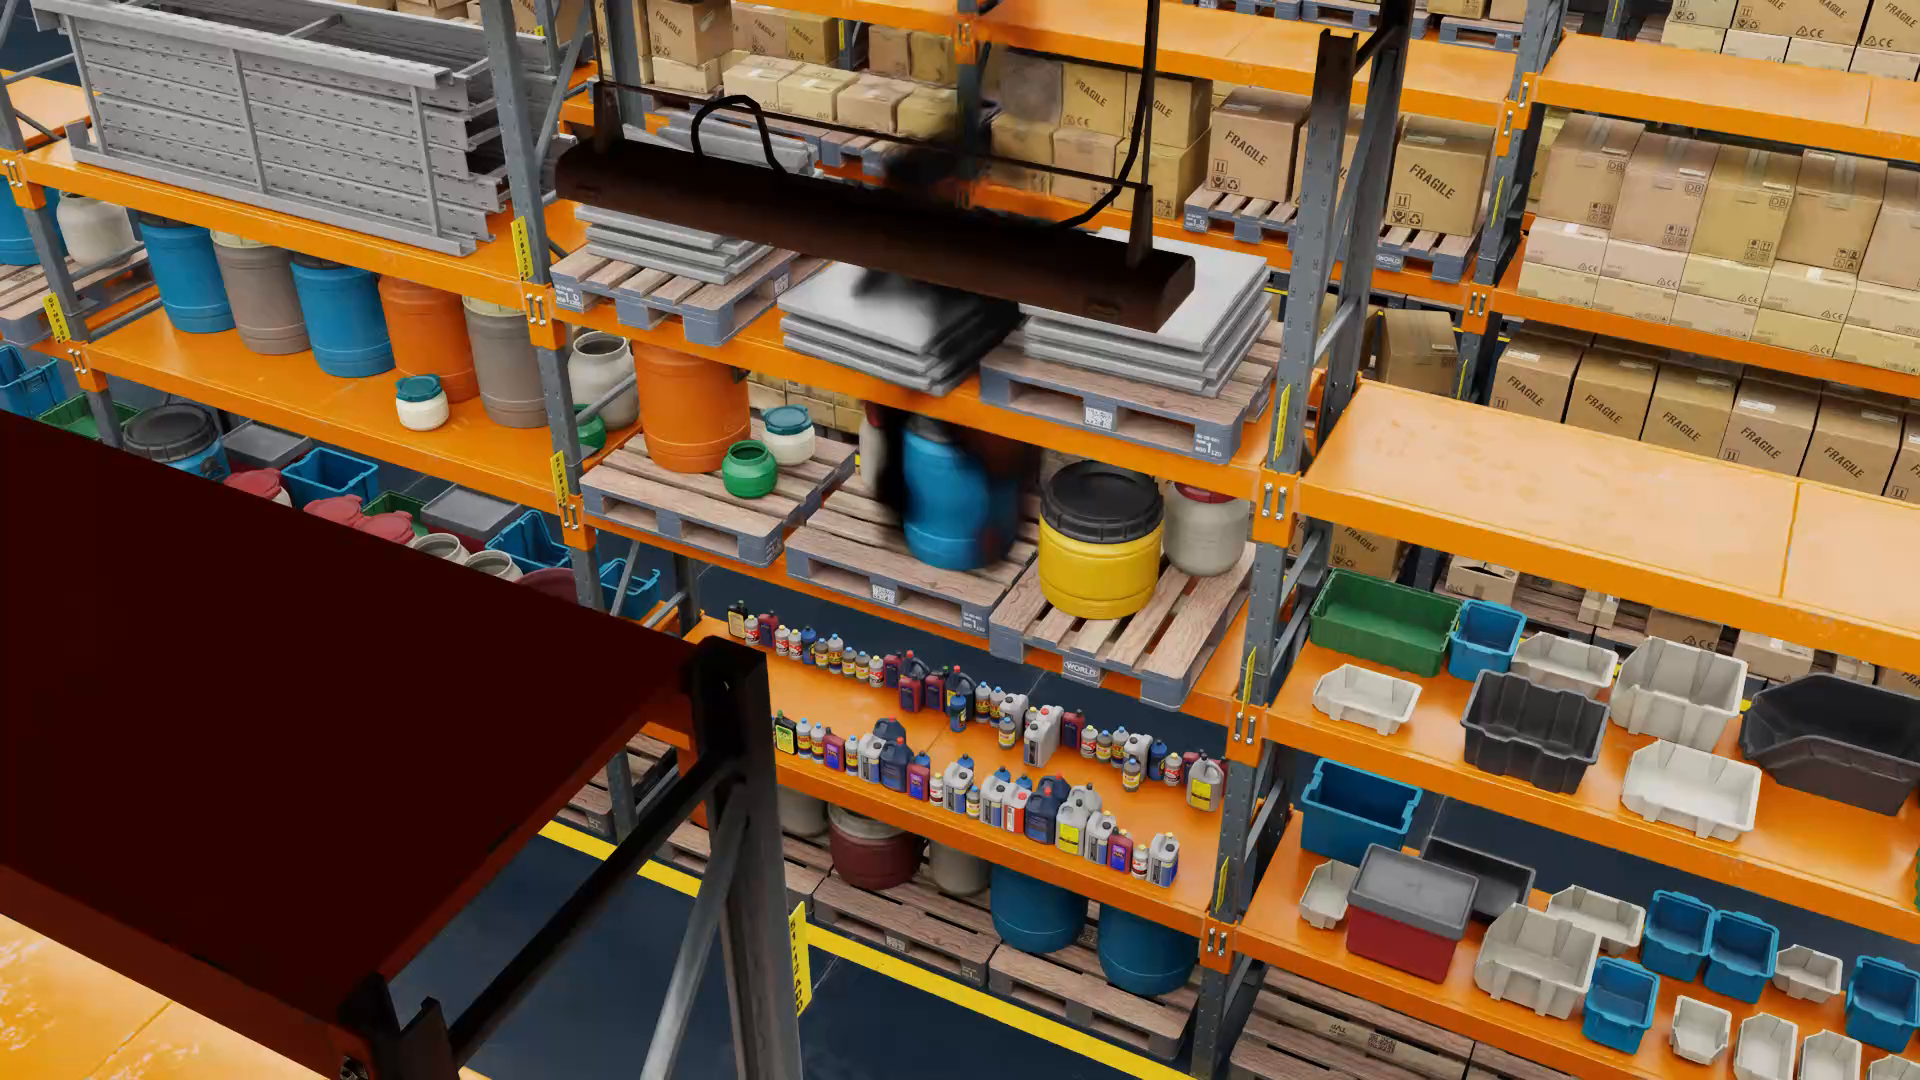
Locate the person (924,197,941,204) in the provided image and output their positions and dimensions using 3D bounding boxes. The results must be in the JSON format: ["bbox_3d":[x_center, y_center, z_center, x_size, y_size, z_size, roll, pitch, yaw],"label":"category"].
[{"bbox_3d":[-0.286,-2.518,16.006,0.600,1.676,0.663,11,36,15],"label":"person"}]
